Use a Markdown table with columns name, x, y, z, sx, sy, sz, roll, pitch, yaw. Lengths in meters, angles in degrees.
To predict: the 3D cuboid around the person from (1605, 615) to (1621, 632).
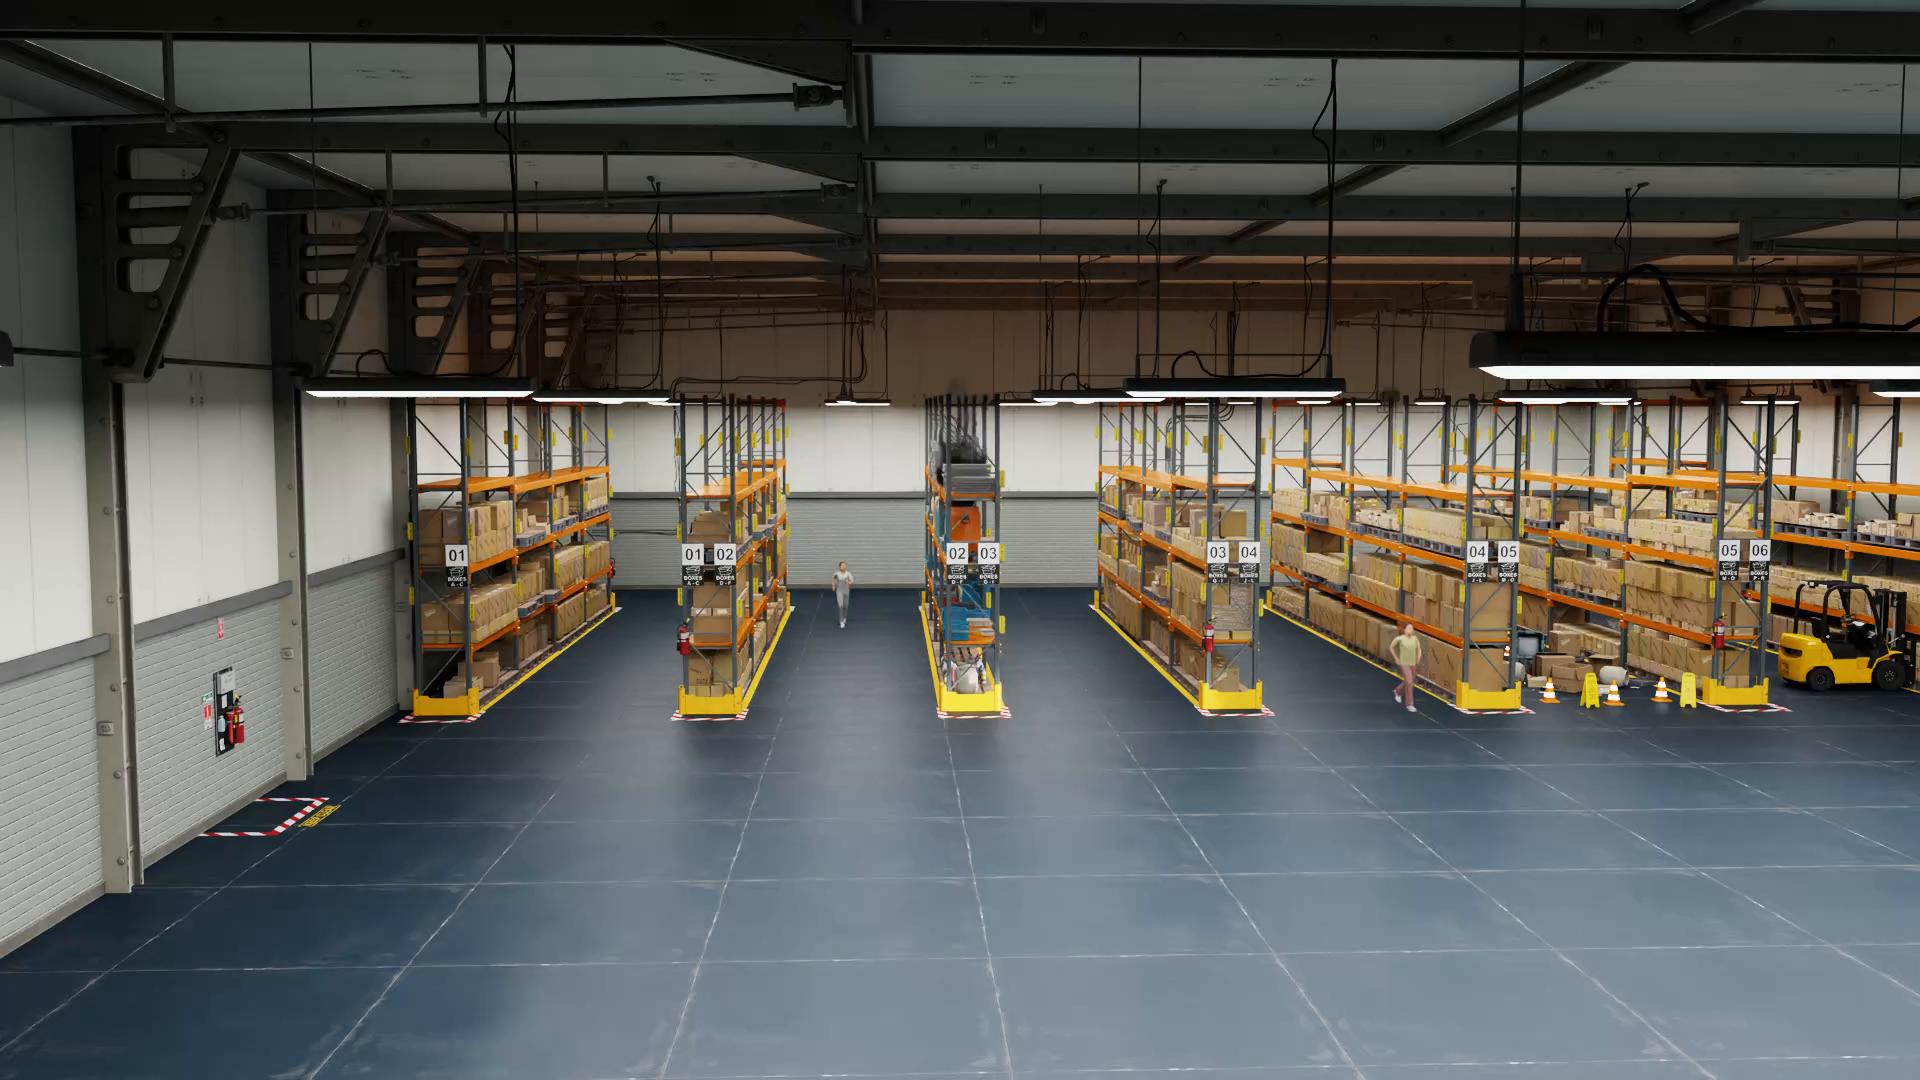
| name | x | y | z | sx | sy | sz | roll | pitch | yaw |
| --- | --- | --- | --- | --- | --- | --- | --- | --- | --- |
| person | 16.279 | 1.601 | 41.104 | 0.652 | 1.768 | 0.716 | 0 | 5 | -3 |

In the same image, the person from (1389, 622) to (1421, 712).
| name | x | y | z | sx | sy | sz | roll | pitch | yaw |
| --- | --- | --- | --- | --- | --- | --- | --- | --- | --- |
| person | 8.510 | 2.388 | 31.742 | 0.590 | 1.673 | 0.862 | -1 | 5 | -17 |

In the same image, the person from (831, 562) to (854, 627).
| name | x | y | z | sx | sy | sz | roll | pitch | yaw |
| --- | --- | --- | --- | --- | --- | --- | --- | --- | --- |
| person | -3.087 | 1.409 | 43.770 | 0.553 | 1.685 | 0.922 | -1 | 5 | -13 |
